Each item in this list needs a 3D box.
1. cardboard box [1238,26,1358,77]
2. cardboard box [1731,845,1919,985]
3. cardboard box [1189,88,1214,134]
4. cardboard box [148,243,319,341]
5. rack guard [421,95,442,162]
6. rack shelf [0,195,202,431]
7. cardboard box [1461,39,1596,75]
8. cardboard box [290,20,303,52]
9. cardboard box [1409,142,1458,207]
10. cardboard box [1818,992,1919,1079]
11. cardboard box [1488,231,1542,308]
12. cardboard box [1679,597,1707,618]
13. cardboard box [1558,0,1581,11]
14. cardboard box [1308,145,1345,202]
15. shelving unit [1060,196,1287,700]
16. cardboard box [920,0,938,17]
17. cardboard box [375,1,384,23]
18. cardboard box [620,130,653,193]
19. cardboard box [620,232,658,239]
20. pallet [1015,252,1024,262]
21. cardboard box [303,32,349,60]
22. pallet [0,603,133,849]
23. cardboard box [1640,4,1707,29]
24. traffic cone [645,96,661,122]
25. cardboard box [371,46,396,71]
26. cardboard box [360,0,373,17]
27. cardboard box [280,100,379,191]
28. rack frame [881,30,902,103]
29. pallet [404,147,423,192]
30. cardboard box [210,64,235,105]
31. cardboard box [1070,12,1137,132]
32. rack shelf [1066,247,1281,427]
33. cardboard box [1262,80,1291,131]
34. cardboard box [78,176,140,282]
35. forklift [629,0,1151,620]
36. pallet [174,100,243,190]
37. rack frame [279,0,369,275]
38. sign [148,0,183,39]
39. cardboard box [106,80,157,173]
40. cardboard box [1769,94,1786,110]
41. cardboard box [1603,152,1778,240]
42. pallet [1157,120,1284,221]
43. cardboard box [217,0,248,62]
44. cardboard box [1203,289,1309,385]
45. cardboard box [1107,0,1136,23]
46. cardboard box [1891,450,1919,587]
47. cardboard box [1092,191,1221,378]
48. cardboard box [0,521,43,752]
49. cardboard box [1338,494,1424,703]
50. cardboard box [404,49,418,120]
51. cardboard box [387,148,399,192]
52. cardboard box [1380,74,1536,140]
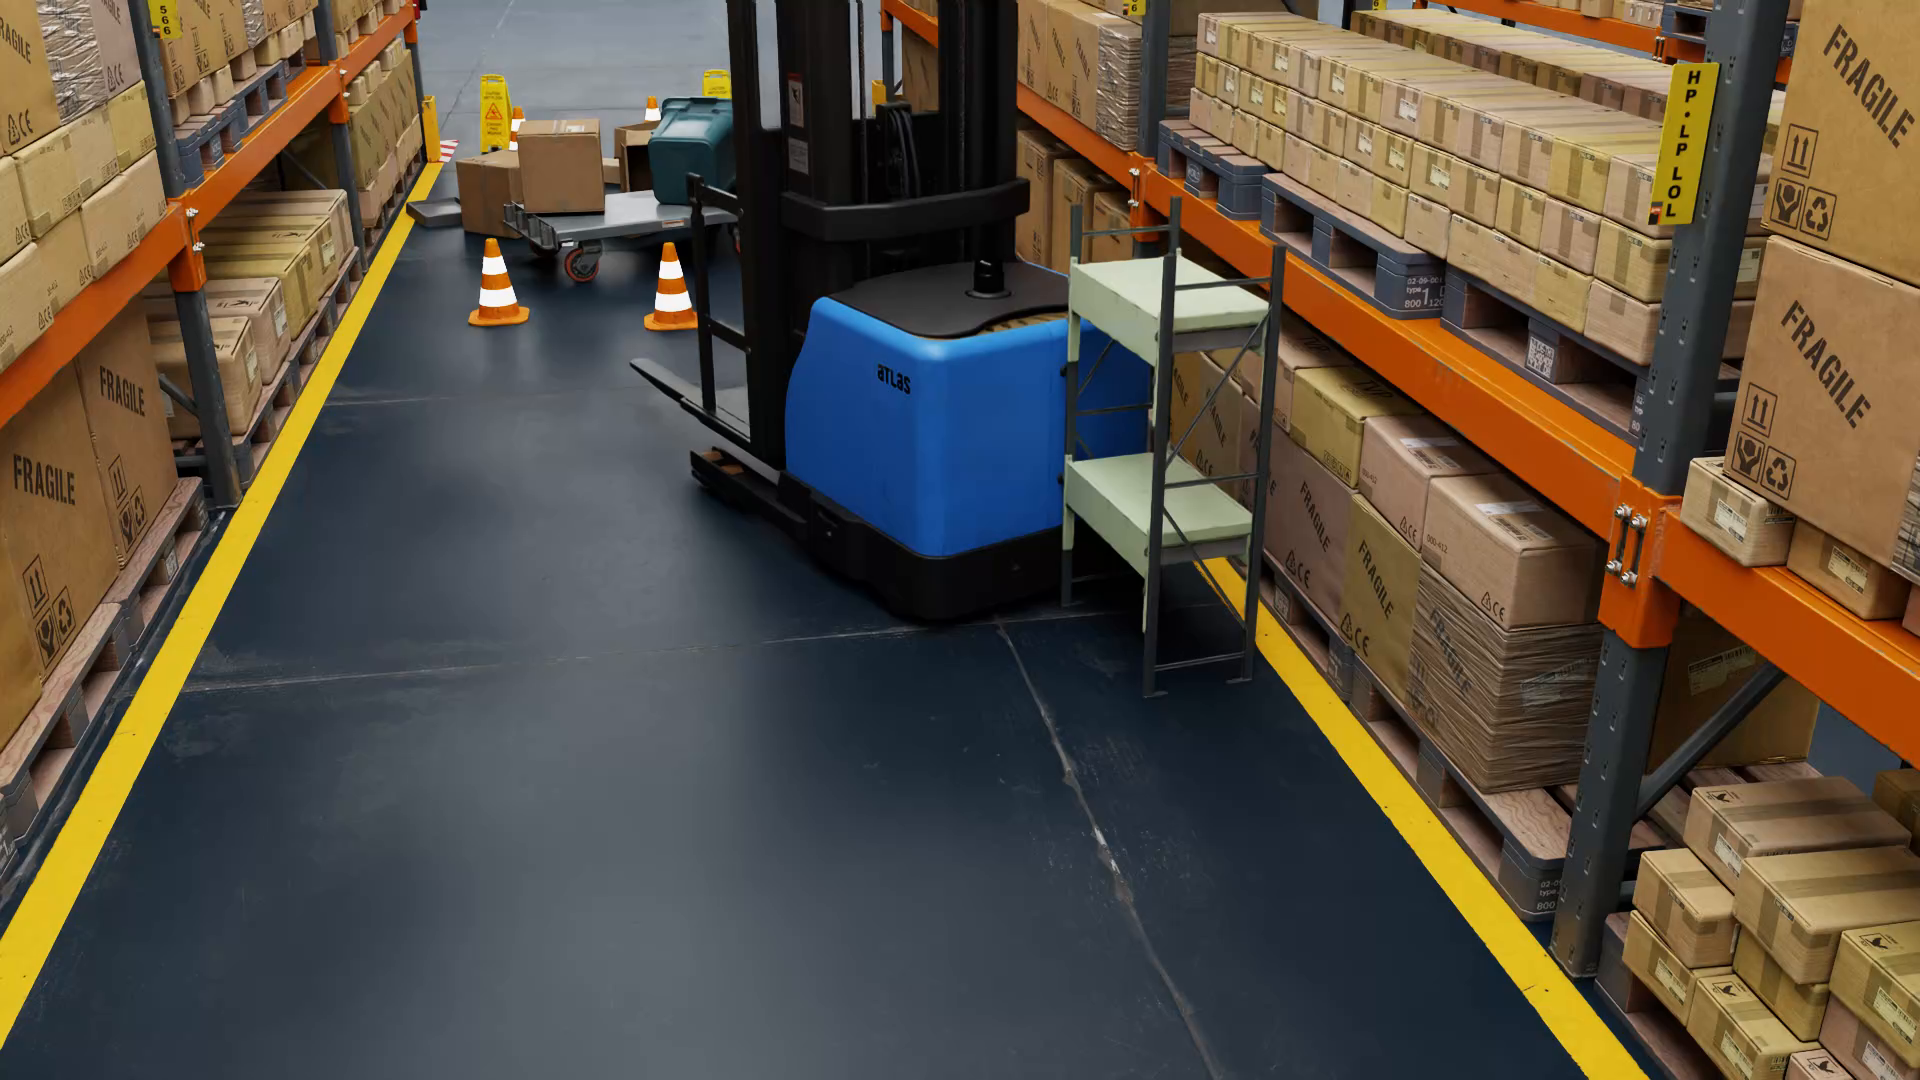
[{"bbox_3d":[1.274,-1.845,6.273,0.380,0.149,0.250,-4,24,-10],"label":"cardboard box"},{"bbox_3d":[1.878,0.785,3.500,0.380,0.149,0.250,-3,24,-7],"label":"cardboard box"},{"bbox_3d":[1.170,-1.780,6.867,0.380,0.149,0.250,-5,24,-10],"label":"cardboard box"},{"bbox_3d":[-3.934,-1.287,8.708,0.950,0.372,0.625,-4,24,-8],"label":"cardboard box"},{"bbox_3d":[-5.026,-3.459,14.045,1.175,0.500,0.348,-4,24,-10],"label":"rack guard"},{"bbox_3d":[-3.191,-0.371,4.751,1.077,0.370,4.000,-4,24,-10],"label":"rack shelf"},{"bbox_3d":[2.011,-1.683,5.901,0.380,0.149,0.250,-4,24,-10],"label":"cardboard box"},{"bbox_3d":[-3.820,-2.752,9.094,0.380,0.149,0.250,-5,24,-11],"label":"cardboard box"},{"bbox_3d":[1.563,-1.087,4.908,0.380,0.149,0.250,-6,24,-12],"label":"cardboard box"},{"bbox_3d":[1.993,1.010,3.356,0.380,0.149,0.250,-4,24,-10],"label":"cardboard box"},{"bbox_3d":[1.664,-0.740,4.485,0.380,0.149,0.250,-4,24,-10],"label":"cardboard box"},{"bbox_3d":[2.148,-0.021,4.712,0.500,0.250,0.500,-5,24,-12],"label":"cardboard box"},{"bbox_3d":[4.928,-4.237,13.018,0.380,0.149,0.250,-4,24,-10],"label":"cardboard box"},{"bbox_3d":[1.417,-1.259,5.673,0.380,0.149,0.250,-4,24,-9],"label":"cardboard box"},{"bbox_3d":[0.683,-0.325,5.619,0.431,1.500,0.755,-8,25,-17],"label":"shelving unit"},{"bbox_3d":[0.161,-4.317,12.699,0.875,0.550,0.500,-4,24,-10],"label":"cardboard box"},{"bbox_3d":[-4.455,-3.890,12.223,0.380,0.149,0.250,-5,24,-10],"label":"cardboard box"},{"bbox_3d":[-2.046,-2.682,12.092,0.797,0.637,0.503,-4,24,-10],"label":"cardboard box"},{"bbox_3d":[-2.342,-2.287,11.655,0.396,0.266,0.258,18,29,36],"label":"cardboard box"},{"bbox_3d":[0.762,-1.891,10.817,1.003,0.211,1.213,-4,24,-10],"label":"pallet"},{"bbox_3d":[-4.043,-3.093,10.399,0.380,0.149,0.250,-4,24,-10],"label":"cardboard box"},{"bbox_3d":[-3.267,0.585,5.147,1.003,0.211,1.213,-4,24,-10],"label":"pallet"},{"bbox_3d":[5.110,-3.742,11.884,0.380,0.149,0.250,-4,24,-10],"label":"cardboard box"},{"bbox_3d":[-2.665,-3.614,14.447,0.336,0.463,0.334,-4,24,-10],"label":"traffic cone"},{"bbox_3d":[-4.411,-3.569,12.338,0.380,0.149,0.250,-3,24,-7],"label":"cardboard box"},{"bbox_3d":[-4.304,-3.831,11.277,0.500,0.500,0.500,-5,24,-10],"label":"cardboard box"},{"bbox_3d":[-4.144,-2.589,10.904,0.500,0.500,0.500,-3,24,-7],"label":"cardboard box"},{"bbox_3d":[-0.194,-5.040,14.543,1.000,3.000,0.127,-4,24,-10],"label":"rack frame"},{"bbox_3d":[-4.911,-3.004,13.365,1.003,0.211,1.213,-4,24,-10],"label":"pallet"},{"bbox_3d":[-3.493,-2.041,7.465,0.380,0.149,0.250,-4,24,-9],"label":"cardboard box"},{"bbox_3d":[0.847,-2.293,8.128,0.500,0.500,0.500,-4,24,-10],"label":"cardboard box"},{"bbox_3d":[0.683,-0.682,5.463,0.431,0.370,0.720,-8,25,-17],"label":"rack shelf"},{"bbox_3d":[1.329,-1.592,6.065,0.380,0.149,0.250,-4,24,-10],"label":"cardboard box"},{"bbox_3d":[-3.102,-1.039,5.569,0.500,0.250,0.500,-4,24,-9],"label":"cardboard box"},{"bbox_3d":[-0.516,-1.597,6.744,1.130,2.935,3.031,-15,28,-31],"label":"forklift"},{"bbox_3d":[-3.797,-1.672,7.070,1.213,0.211,1.003,-4,24,-10],"label":"pallet"},{"bbox_3d":[-4.300,-3.061,10.011,1.000,3.000,0.127,-4,24,-10],"label":"rack frame"},{"bbox_3d":[-3.016,-2.061,6.274,0.100,0.325,0.005,-4,24,-10],"label":"sign"},{"bbox_3d":[-3.221,-1.476,5.945,0.500,0.250,0.500,-4,24,-10],"label":"cardboard box"},{"bbox_3d":[2.258,-1.168,4.722,0.380,0.149,0.250,-5,24,-10],"label":"cardboard box"},{"bbox_3d":[1.759,-0.814,3.911,0.380,0.149,0.250,-3,24,-7],"label":"cardboard box"},{"bbox_3d":[1.522,-1.533,6.753,1.213,0.211,1.003,-4,24,-10],"label":"pallet"},{"bbox_3d":[-3.625,-2.469,7.634,0.500,0.500,0.500,-4,24,-9],"label":"cardboard box"},{"bbox_3d":[1.269,-0.796,6.486,0.500,0.250,0.500,-5,24,-10],"label":"cardboard box"},{"bbox_3d":[1.117,-2.774,7.979,0.700,0.500,0.500,-5,24,-11],"label":"cardboard box"},{"bbox_3d":[1.967,-0.095,2.723,0.500,0.500,0.500,-4,24,-10],"label":"cardboard box"},{"bbox_3d":[1.261,-1.301,8.268,1.050,0.750,0.750,-5,24,-10],"label":"cardboard box"},{"bbox_3d":[-3.189,0.274,4.504,0.875,0.875,0.875,-4,24,-8],"label":"cardboard box"},{"bbox_3d":[1.546,0.158,5.238,0.500,0.500,0.500,-5,24,-11],"label":"cardboard box"},{"bbox_3d":[-4.636,-3.614,13.252,0.500,0.500,0.500,-4,24,-9],"label":"cardboard box"},{"bbox_3d":[-4.355,-2.663,12.010,0.500,0.250,0.500,-5,24,-10],"label":"cardboard box"},{"bbox_3d":[1.519,-1.326,5.085,0.380,0.149,0.250,-5,24,-12],"label":"cardboard box"}]
